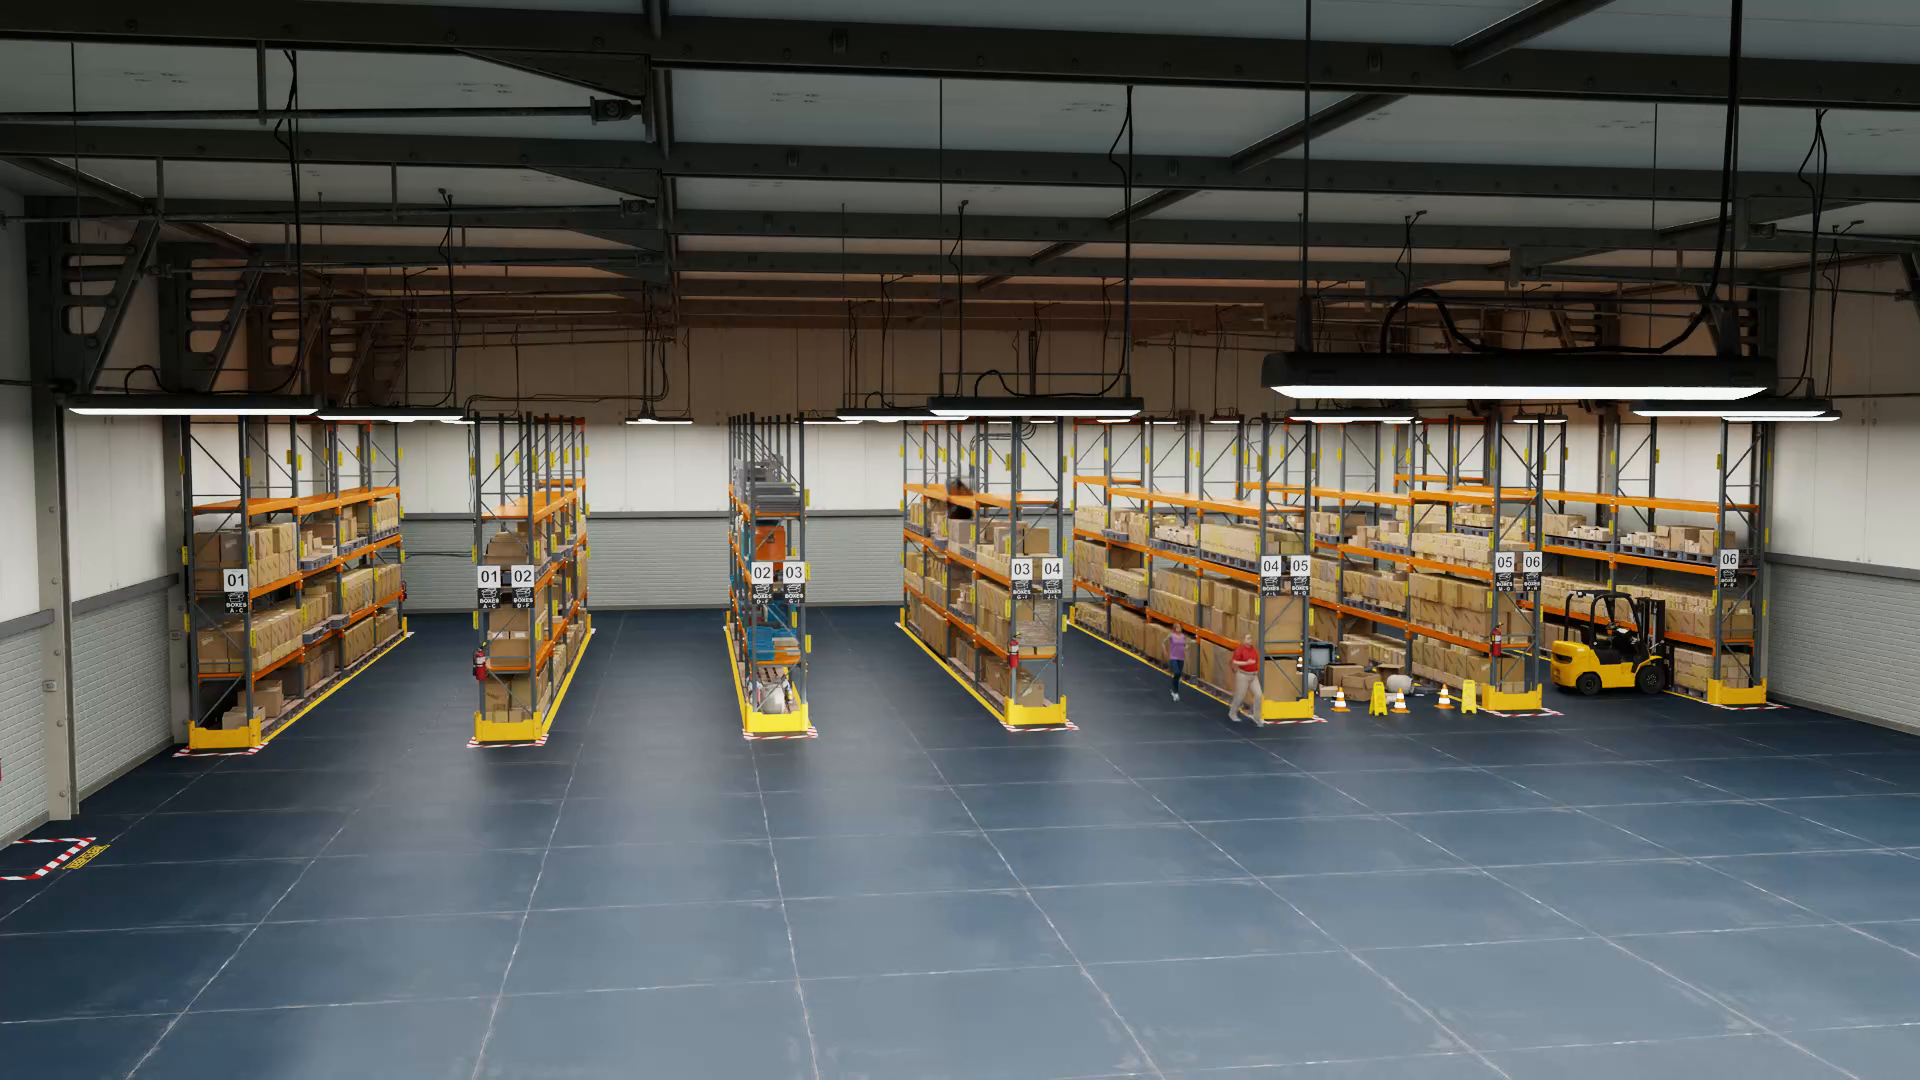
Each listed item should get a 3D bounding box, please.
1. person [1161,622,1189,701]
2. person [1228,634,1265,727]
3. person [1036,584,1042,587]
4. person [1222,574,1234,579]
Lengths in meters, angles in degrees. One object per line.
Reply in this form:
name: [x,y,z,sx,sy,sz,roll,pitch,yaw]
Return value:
person: [4.551,2.545,34.961,0.503,1.644,0.710,-1,4,-20]
person: [5.490,2.694,31.928,0.656,1.803,0.749,-2,4,-30]
person: [2.371,1.747,46.590,0.581,1.691,0.688,-1,4,-7]
person: [8.275,1.413,50.688,0.836,1.794,0.706,0,4,-3]
